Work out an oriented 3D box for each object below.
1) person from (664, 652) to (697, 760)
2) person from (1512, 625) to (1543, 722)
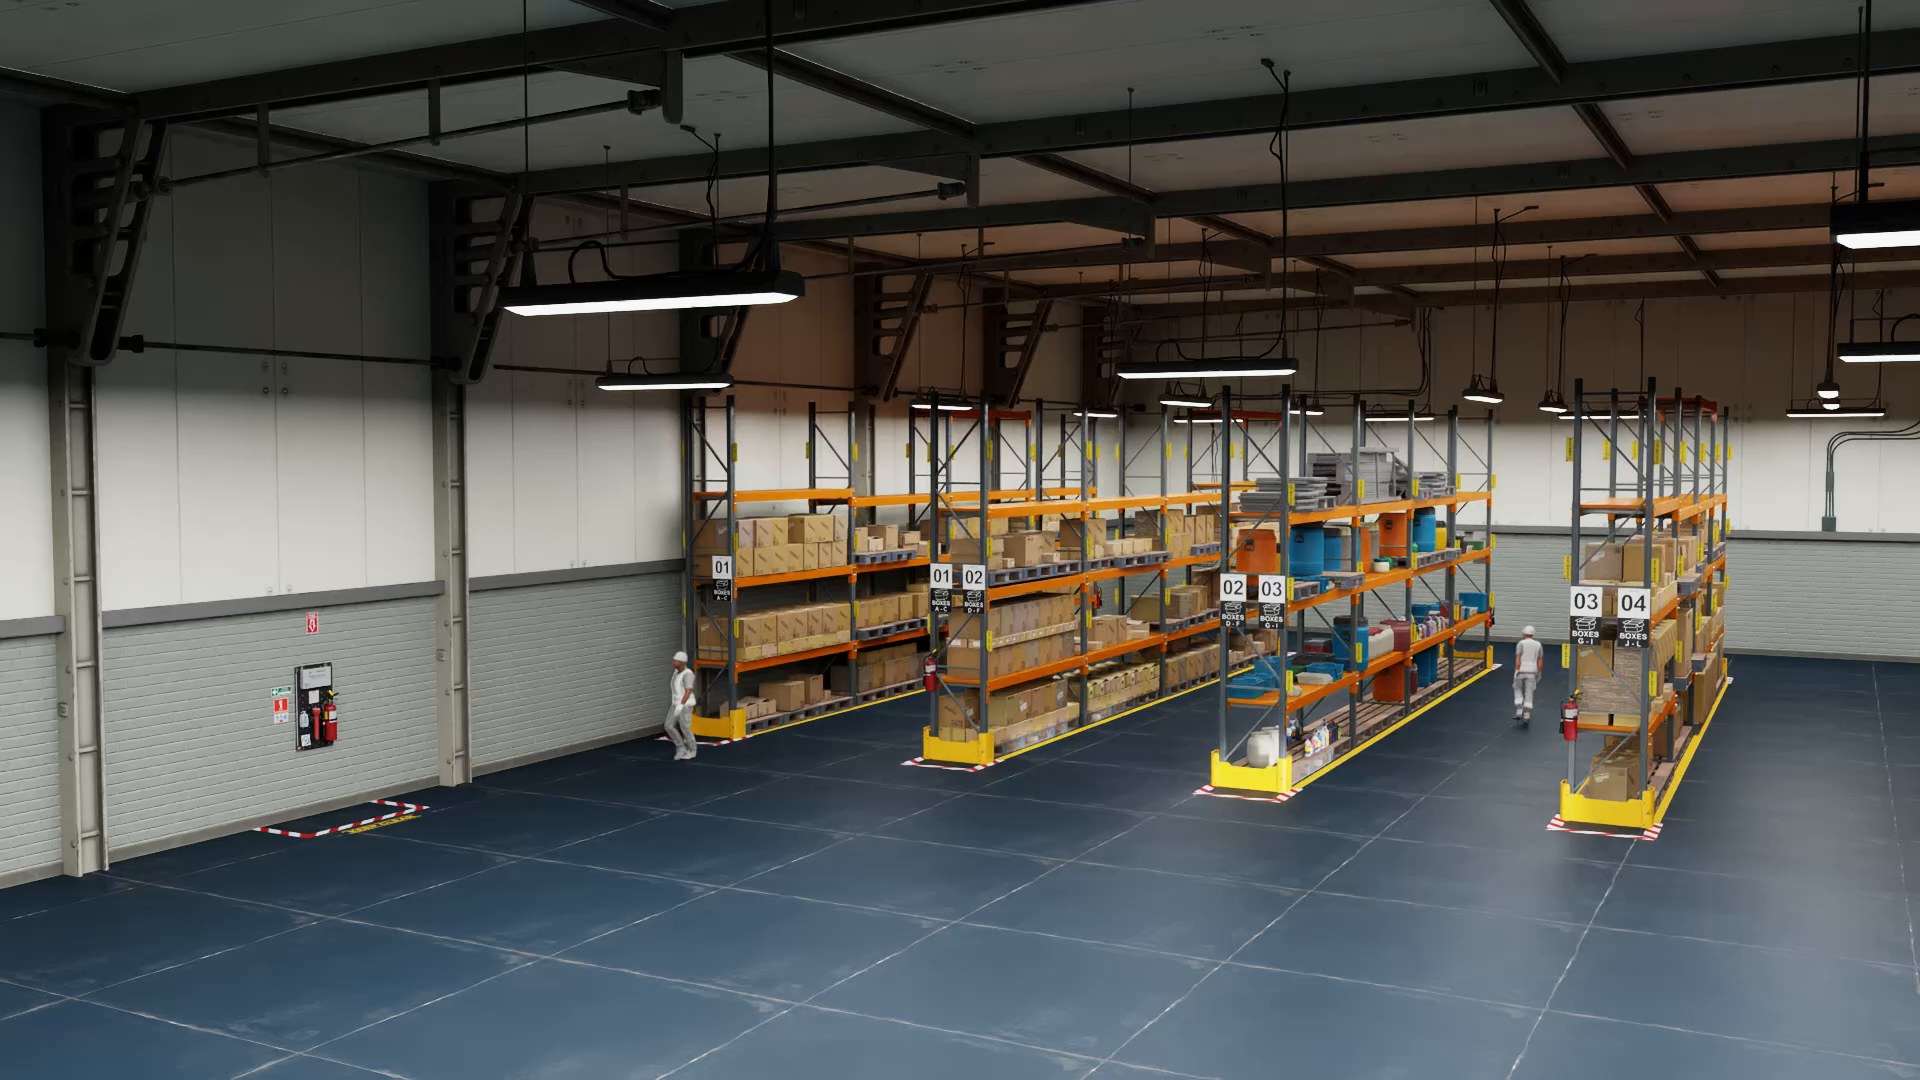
[{"bbox_3d":[-4.556,2.719,27.127,0.518,1.803,0.653,-2,4,-38],"label":"person"},{"bbox_3d":[10.540,2.496,30.853,0.510,1.807,0.543,1,3,16],"label":"person"}]
